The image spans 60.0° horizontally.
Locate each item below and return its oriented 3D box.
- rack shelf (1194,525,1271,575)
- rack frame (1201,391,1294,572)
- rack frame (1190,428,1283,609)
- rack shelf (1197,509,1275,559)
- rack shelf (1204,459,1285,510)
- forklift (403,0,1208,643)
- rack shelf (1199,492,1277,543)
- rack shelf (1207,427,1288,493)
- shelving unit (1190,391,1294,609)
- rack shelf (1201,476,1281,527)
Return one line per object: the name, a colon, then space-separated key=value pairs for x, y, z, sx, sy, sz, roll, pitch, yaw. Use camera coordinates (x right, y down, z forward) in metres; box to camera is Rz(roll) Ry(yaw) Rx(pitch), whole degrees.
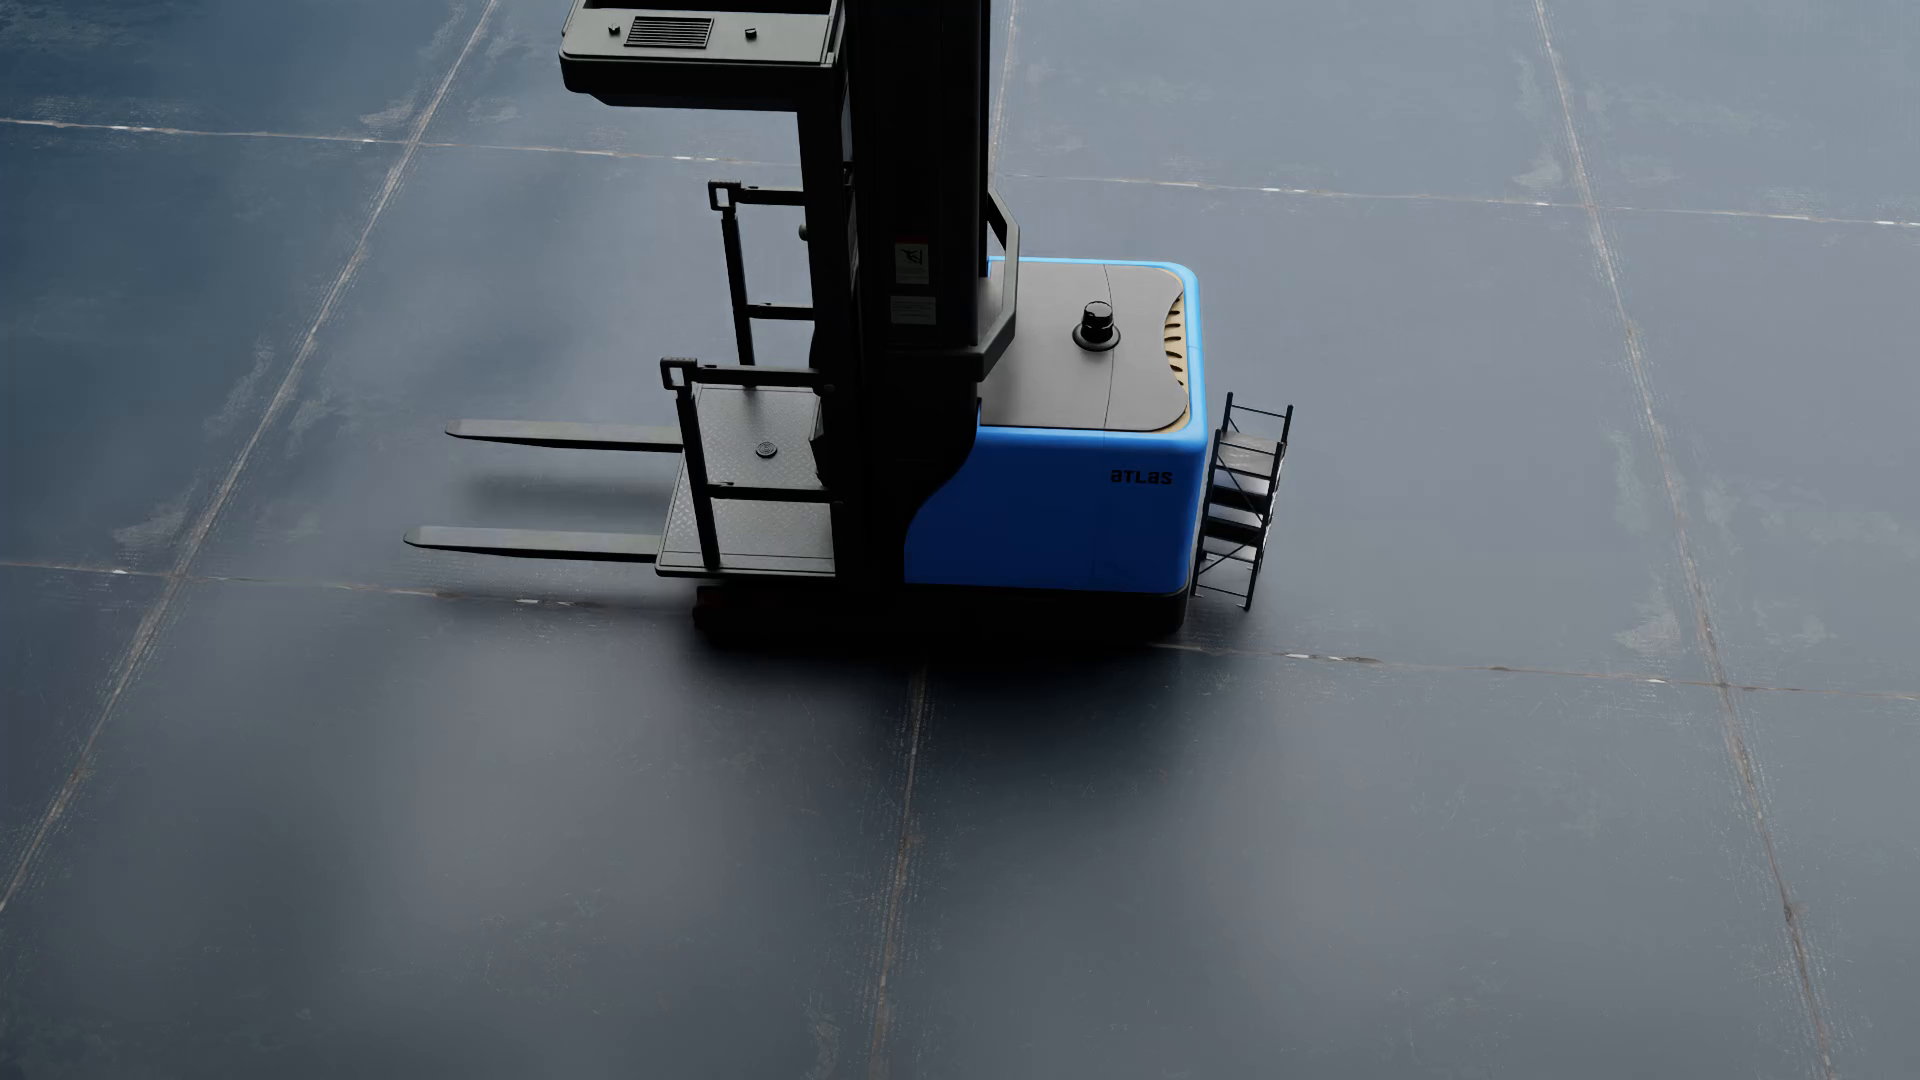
rack shelf: x=1.052 y=0.009 z=6.421 sx=0.258 sy=0.077 sz=0.200 roll=14 pitch=49 yaw=12
rack frame: x=1.084 y=-0.206 z=6.329 sx=0.240 sy=0.900 sz=0.006 roll=14 pitch=49 yaw=12
rack frame: x=1.021 y=-0.064 z=6.198 sx=0.240 sy=0.900 sz=0.006 roll=14 pitch=49 yaw=12
rack shelf: x=1.052 y=-0.052 z=6.355 sx=0.258 sy=0.077 sz=0.200 roll=14 pitch=49 yaw=12
rack shelf: x=1.052 y=-0.234 z=6.155 sx=0.258 sy=0.077 sz=0.200 roll=14 pitch=49 yaw=12
forklift: x=-0.629 y=-1.016 z=5.693 sx=3.031 sy=2.935 sz=1.130 roll=2 pitch=48 yaw=2
rack shelf: x=1.052 y=-0.112 z=6.288 sx=0.258 sy=0.077 sz=0.200 roll=14 pitch=49 yaw=12
rack shelf: x=1.052 y=-0.295 z=6.089 sx=0.258 sy=0.077 sz=0.200 roll=14 pitch=49 yaw=12
shelving unit: x=1.052 y=-0.135 z=6.264 sx=0.258 sy=0.900 sz=0.210 roll=14 pitch=49 yaw=12
rack shelf: x=1.052 y=-0.173 z=6.222 sx=0.258 sy=0.077 sz=0.200 roll=14 pitch=49 yaw=12
